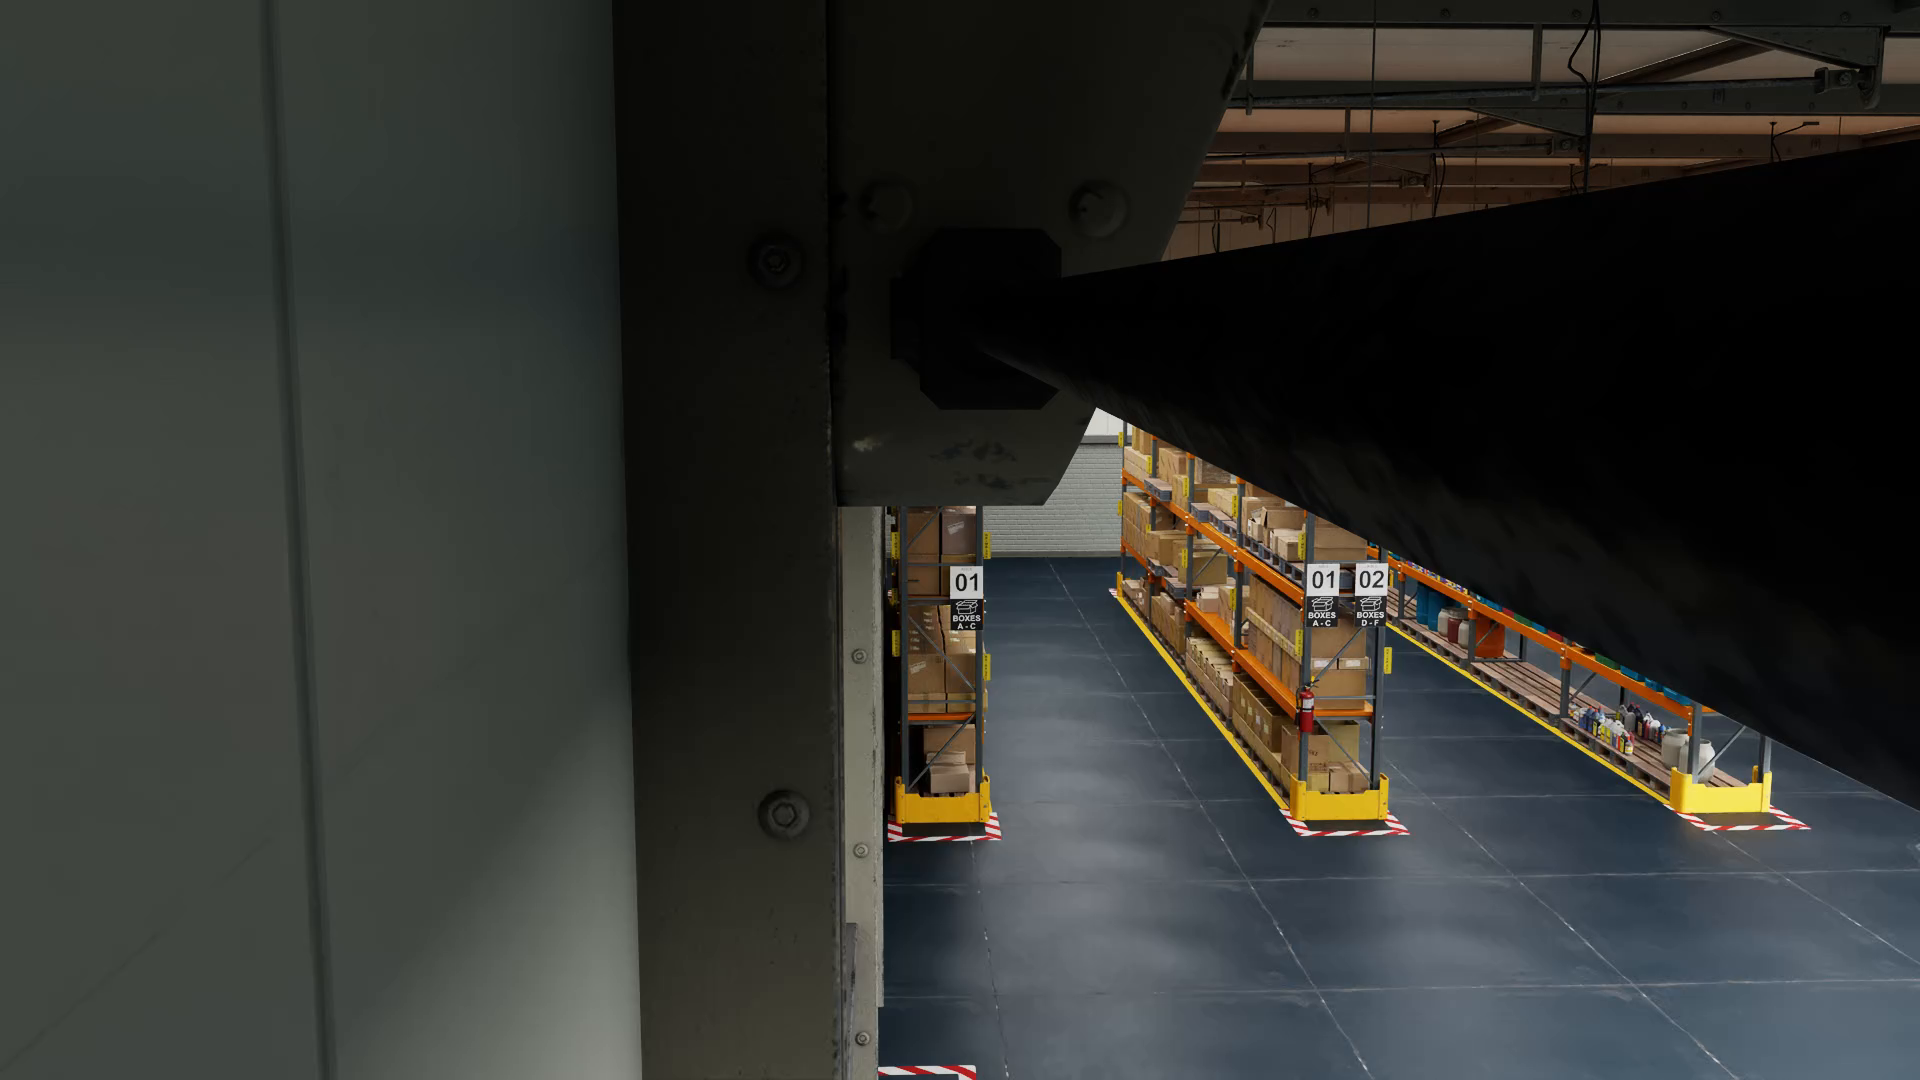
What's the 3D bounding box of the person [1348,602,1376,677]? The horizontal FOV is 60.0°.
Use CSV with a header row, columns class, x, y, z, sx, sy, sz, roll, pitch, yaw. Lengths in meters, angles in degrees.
class,x,y,z,sx,sy,sz,roll,pitch,yaw
person,7.055,1.459,28.790,0.562,1.682,0.885,-2,8,-15
